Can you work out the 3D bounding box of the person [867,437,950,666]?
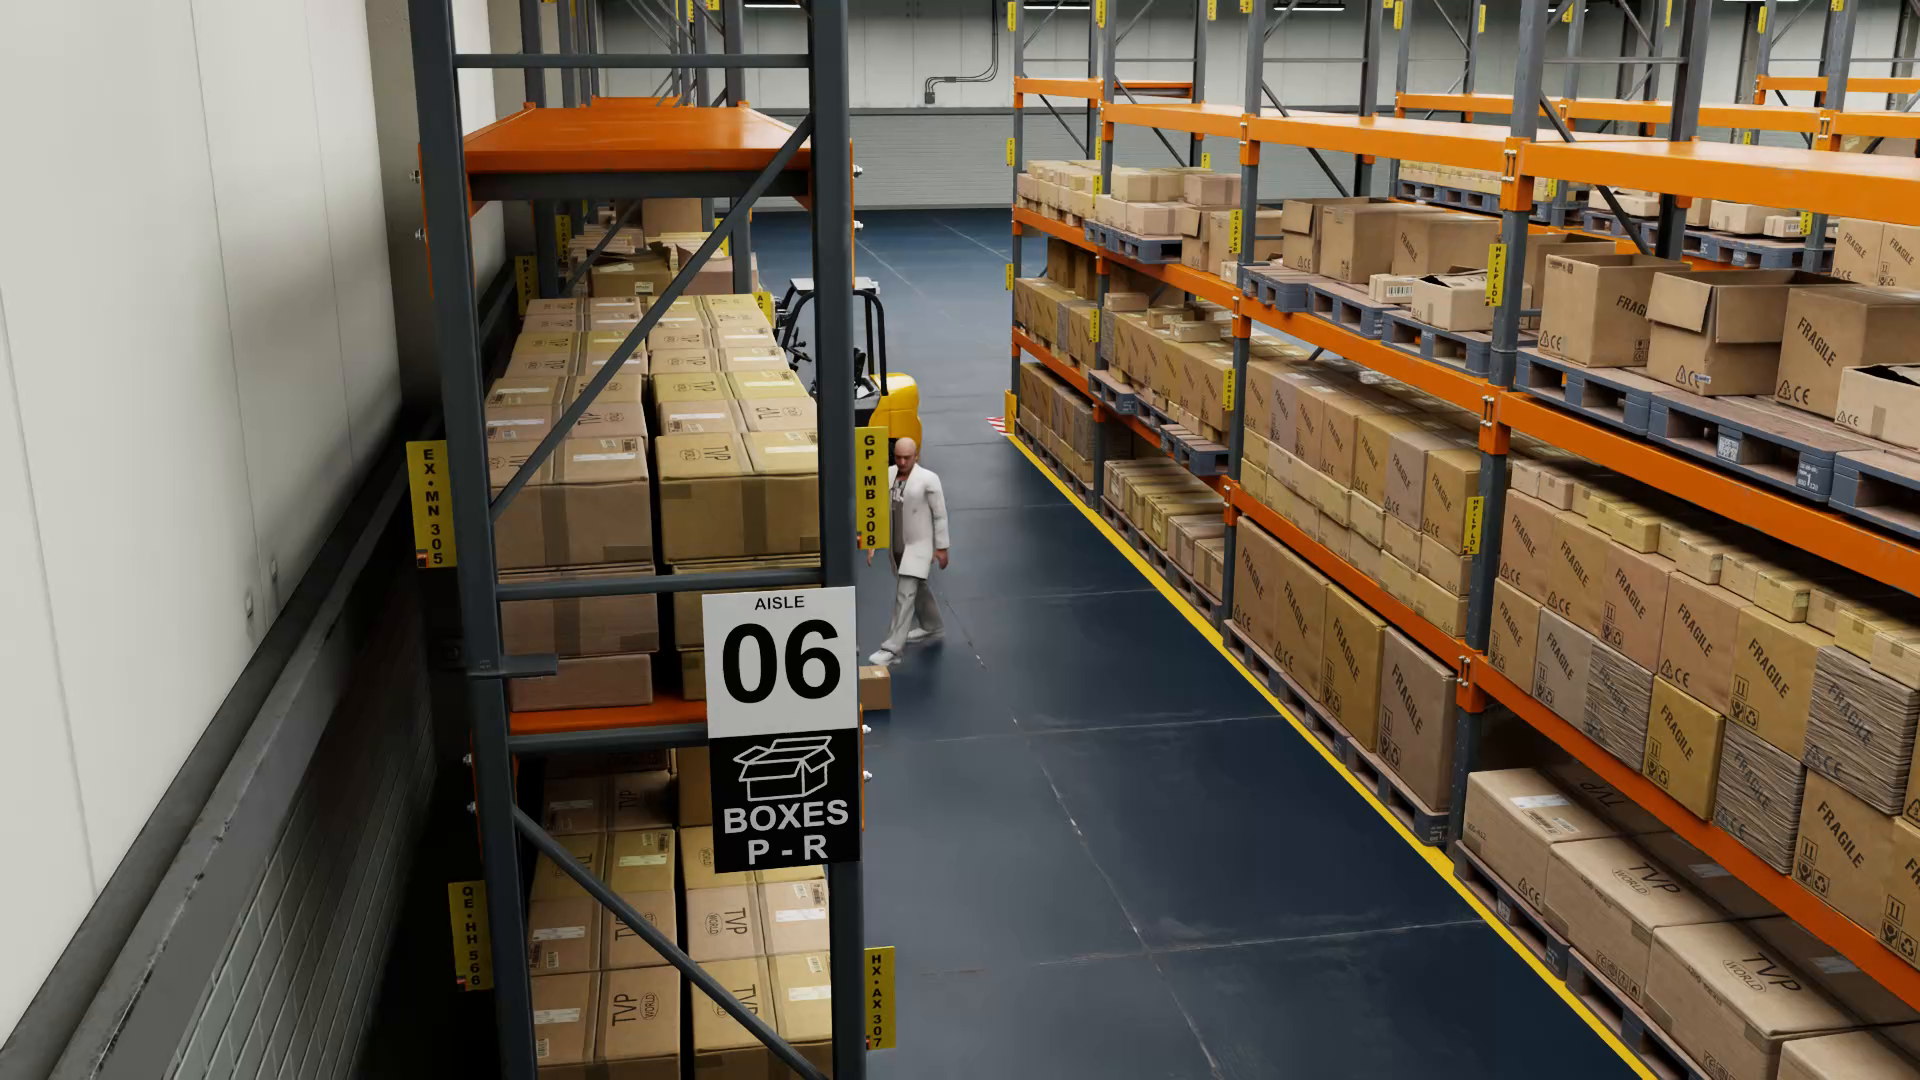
[{"bbox_3d":[-0.460,0.057,12.825,0.576,1.729,1.050,14,21,40],"label":"person"}]
